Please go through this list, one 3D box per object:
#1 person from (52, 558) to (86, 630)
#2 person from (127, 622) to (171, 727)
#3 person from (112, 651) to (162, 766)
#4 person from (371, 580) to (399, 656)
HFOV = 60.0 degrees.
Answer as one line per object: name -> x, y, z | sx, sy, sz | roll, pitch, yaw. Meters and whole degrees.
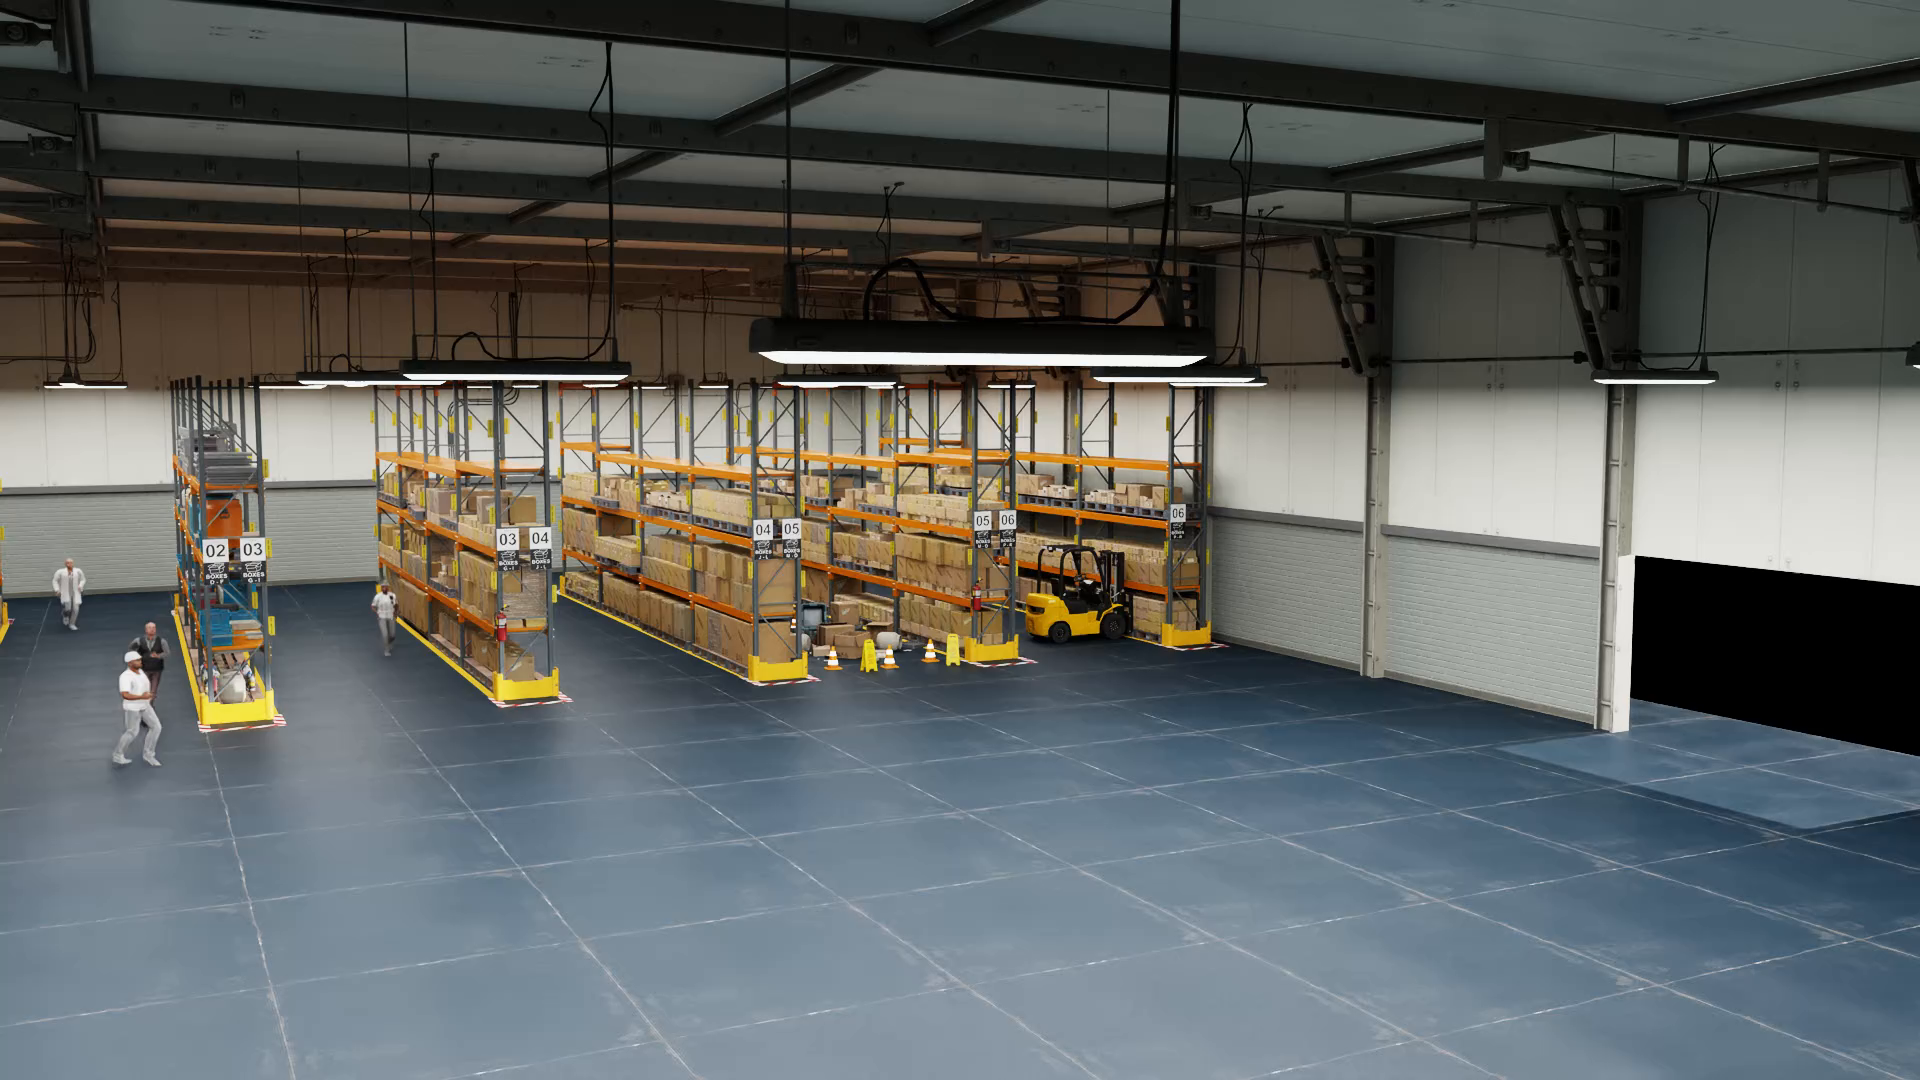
person -> -21.449, 1.311, 40.083 | 0.703, 1.717, 0.670 | -4, 6, -37
person -> -13.991, 2.293, 28.756 | 0.628, 1.731, 0.844 | -4, 6, -36
person -> -12.592, 2.598, 25.403 | 0.730, 1.813, 0.697 | 0, 5, 4
person -> -12.478, 1.686, 36.125 | 0.574, 1.649, 0.566 | -3, 6, -27
